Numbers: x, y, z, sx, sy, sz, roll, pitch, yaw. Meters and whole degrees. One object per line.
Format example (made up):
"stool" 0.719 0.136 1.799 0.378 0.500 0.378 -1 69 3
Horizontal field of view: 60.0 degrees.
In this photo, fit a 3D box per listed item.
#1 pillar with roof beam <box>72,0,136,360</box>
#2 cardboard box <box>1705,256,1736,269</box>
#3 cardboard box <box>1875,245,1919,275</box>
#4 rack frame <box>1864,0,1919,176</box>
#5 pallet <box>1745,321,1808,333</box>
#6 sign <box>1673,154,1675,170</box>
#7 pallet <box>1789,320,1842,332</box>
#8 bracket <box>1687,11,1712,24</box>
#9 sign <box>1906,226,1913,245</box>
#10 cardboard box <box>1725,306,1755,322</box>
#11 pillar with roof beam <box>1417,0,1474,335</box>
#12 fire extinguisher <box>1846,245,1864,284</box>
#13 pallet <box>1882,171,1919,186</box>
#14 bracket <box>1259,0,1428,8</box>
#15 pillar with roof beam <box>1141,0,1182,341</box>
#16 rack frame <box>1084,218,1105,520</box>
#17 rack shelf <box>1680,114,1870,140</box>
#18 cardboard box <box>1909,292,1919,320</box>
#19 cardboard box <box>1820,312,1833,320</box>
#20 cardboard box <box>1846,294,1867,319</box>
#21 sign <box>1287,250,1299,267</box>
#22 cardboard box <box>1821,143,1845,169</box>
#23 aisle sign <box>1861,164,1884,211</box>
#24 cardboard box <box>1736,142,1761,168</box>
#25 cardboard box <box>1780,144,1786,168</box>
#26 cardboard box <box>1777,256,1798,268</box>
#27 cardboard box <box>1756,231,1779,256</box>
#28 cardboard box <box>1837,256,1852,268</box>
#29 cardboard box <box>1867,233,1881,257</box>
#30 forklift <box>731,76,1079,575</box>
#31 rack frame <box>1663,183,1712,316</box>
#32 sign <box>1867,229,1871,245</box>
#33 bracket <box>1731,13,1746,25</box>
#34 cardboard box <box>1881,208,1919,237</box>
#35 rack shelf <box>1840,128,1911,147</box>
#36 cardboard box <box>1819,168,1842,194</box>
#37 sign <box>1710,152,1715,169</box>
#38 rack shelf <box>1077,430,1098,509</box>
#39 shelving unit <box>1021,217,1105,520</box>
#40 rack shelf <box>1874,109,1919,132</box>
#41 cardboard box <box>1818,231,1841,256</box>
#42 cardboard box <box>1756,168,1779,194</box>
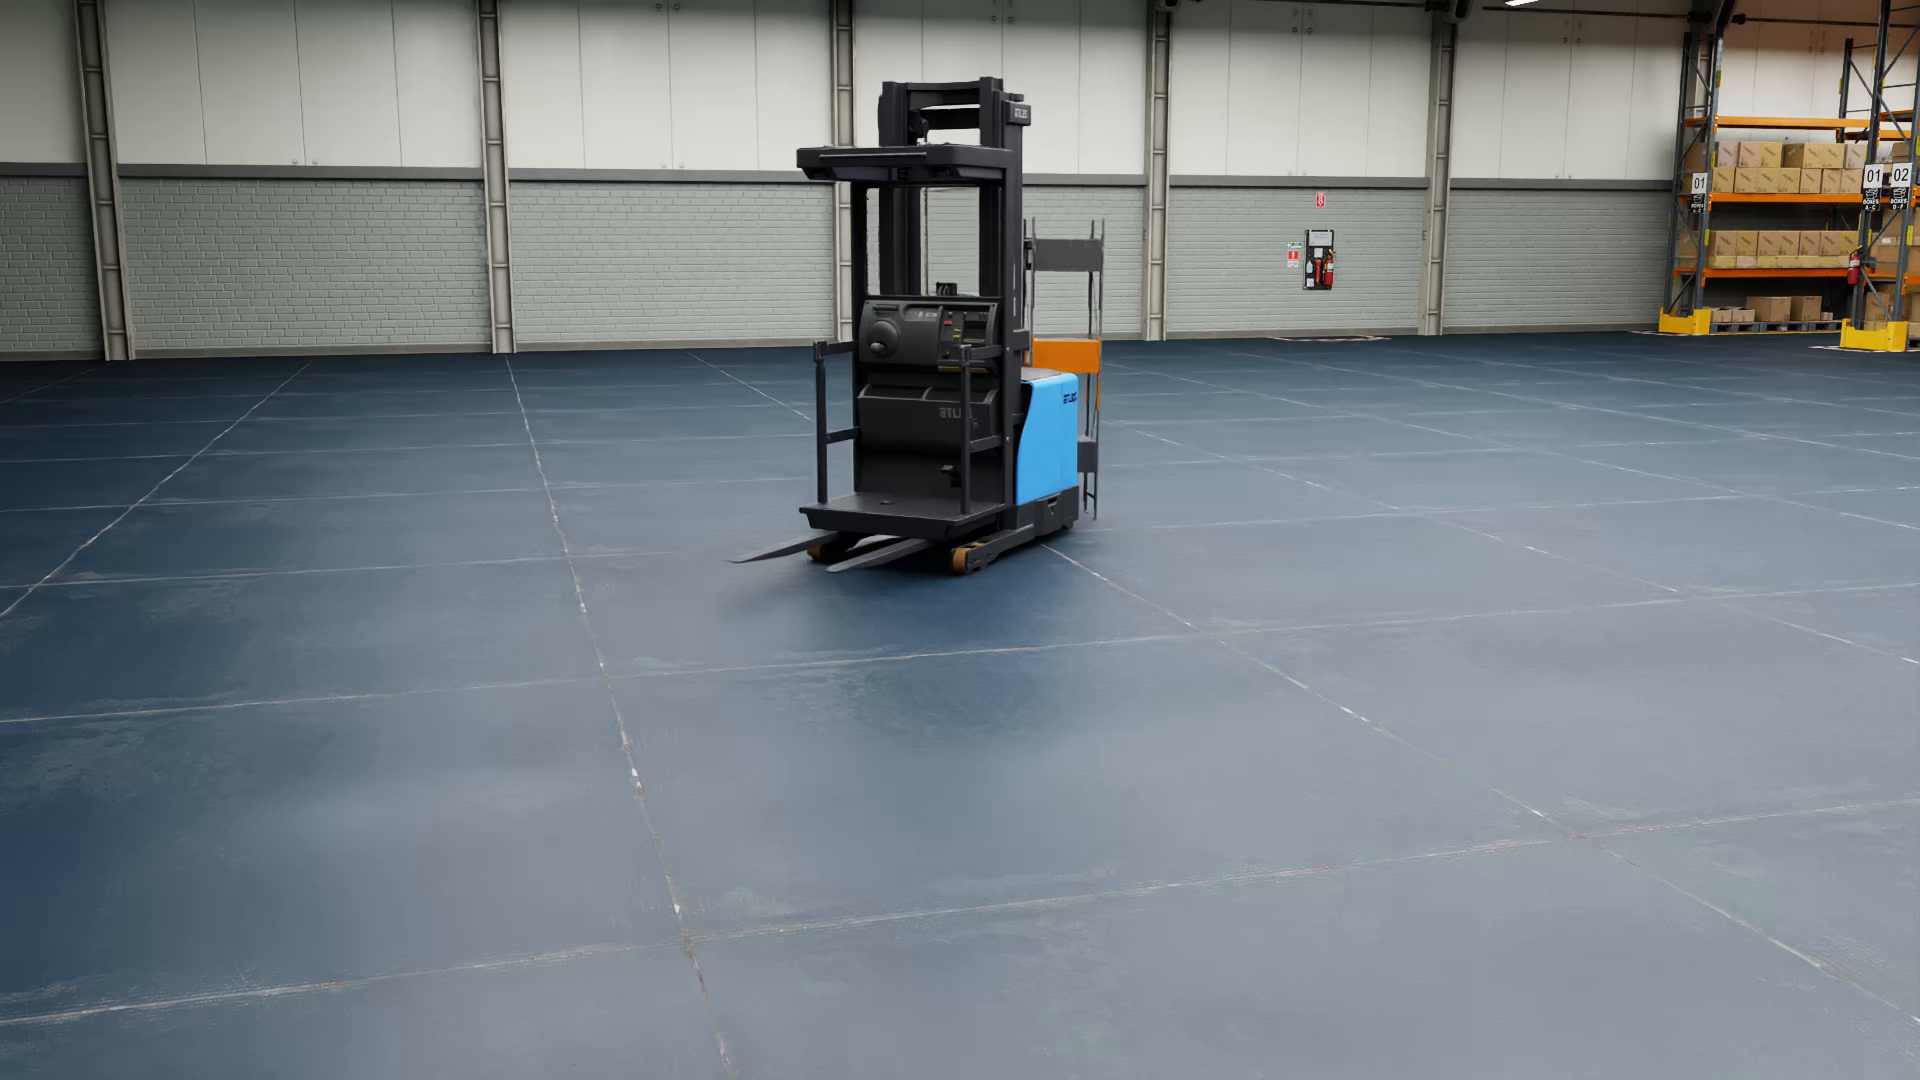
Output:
"pillar with roof beam" -12.379 -6.598 22.030 0.400 9.000 9.100 -3 11 -16
"cardboard box" 15.349 -5.634 33.722 0.500 0.250 0.500 -3 11 -18
"cardboard box" 16.632 -4.938 29.306 0.500 0.500 0.700 -3 11 -16
"rack frame" 16.180 -7.817 28.656 0.127 3.000 1.000 -3 11 -16
"pallet" 16.824 -4.456 34.671 1.213 0.211 1.003 -3 11 -16
"sign" 14.656 -7.736 34.054 0.005 0.325 0.100 -3 11 -16
"pallet" 17.997 -4.519 35.010 1.213 0.211 1.003 -3 11 -16
"bracket" 14.923 -10.552 33.567 0.430 0.232 0.235 -3 11 -16
"sign" 16.329 -5.235 28.588 0.005 0.325 0.100 -3 11 -16
"cardboard box" 16.028 -4.670 34.341 0.500 0.311 0.500 -2 11 -11
"pillar with roof beam" 10.664 -7.812 28.627 0.548 9.000 9.100 -3 11 -16
"fire extinguisher" 15.936 -4.904 29.612 0.183 0.674 0.296 -3 11 -16
"pallet" 16.866 -6.330 29.105 1.213 0.211 1.003 -3 11 -16
"bracket" 6.672 -10.117 31.204 4.783 0.066 0.076 -3 11 -16
"pillar with roof beam" 4.903 -7.509 26.978 0.548 9.000 9.100 -3 11 -16
"rack frame" 0.954 -1.212 11.816 0.015 2.100 0.400 -1 10 -7
"rack shelf" 16.712 -8.424 33.948 4.000 0.370 1.077 -3 11 -16
"cardboard box" 17.567 -4.222 30.059 0.500 0.500 0.500 -3 11 -16
"cardboard box" 18.127 -4.721 35.017 0.250 0.166 0.380 -5 11 -23
"cardboard box" 19.334 -4.958 35.380 0.500 0.500 0.700 -3 11 -14
"sign" 6.518 -5.499 32.534 0.234 0.329 0.001 -3 11 -16
"cardboard box" 17.701 -7.854 34.047 0.500 0.500 0.500 -2 11 -13
"aisle sign" 16.035 -6.193 29.223 0.004 0.787 0.394 -3 11 -16
"cardboard box" 15.725 -7.748 33.469 0.500 0.500 0.500 -3 11 -17
"cardboard box" 16.618 -7.896 34.274 0.500 0.500 0.500 -3 11 -16
"cardboard box" 16.820 -5.712 34.149 0.500 0.250 0.500 -3 11 -15
"cardboard box" 16.309 -6.053 33.929 0.500 0.500 0.500 -3 11 -18
"cardboard box" 18.262 -5.790 34.571 0.500 0.250 0.500 -3 11 -16
"cardboard box" 19.130 -6.216 35.034 0.500 0.500 0.700 -3 11 -16
"forklift" -0.294 -1.323 10.140 1.130 2.935 3.031 5 12 26
"rack frame" 14.792 -5.728 33.876 0.127 3.000 1.000 -3 11 -16
"sign" 18.791 -6.262 34.387 0.005 0.325 0.100 -3 11 -16
"bracket" 15.720 -10.594 33.795 0.430 0.232 0.235 -3 11 -16
"cardboard box" 16.682 -5.578 29.203 0.500 0.500 0.700 -3 11 -16
"rack shelf" 20.552 -8.432 35.083 4.000 0.370 1.077 -3 11 -16
"cardboard box" 17.727 -7.373 34.194 0.500 0.500 0.500 -4 11 -21
"sign" 14.943 -7.539 33.013 0.005 0.325 0.100 -3 11 -16
"rack shelf" 0.703 -0.507 11.904 0.480 0.518 0.431 -1 10 -7
"shelving unit" 0.712 -1.210 11.785 0.503 2.100 0.431 -1 10 -7
"rack shelf" 18.100 -7.368 29.307 4.000 0.370 1.077 -3 11 -16
"cardboard box" 17.787 -6.131 34.355 0.500 0.500 0.500 -3 11 -16
"cardboard box" 16.206 -7.284 33.710 0.500 0.500 0.500 -2 11 -13
